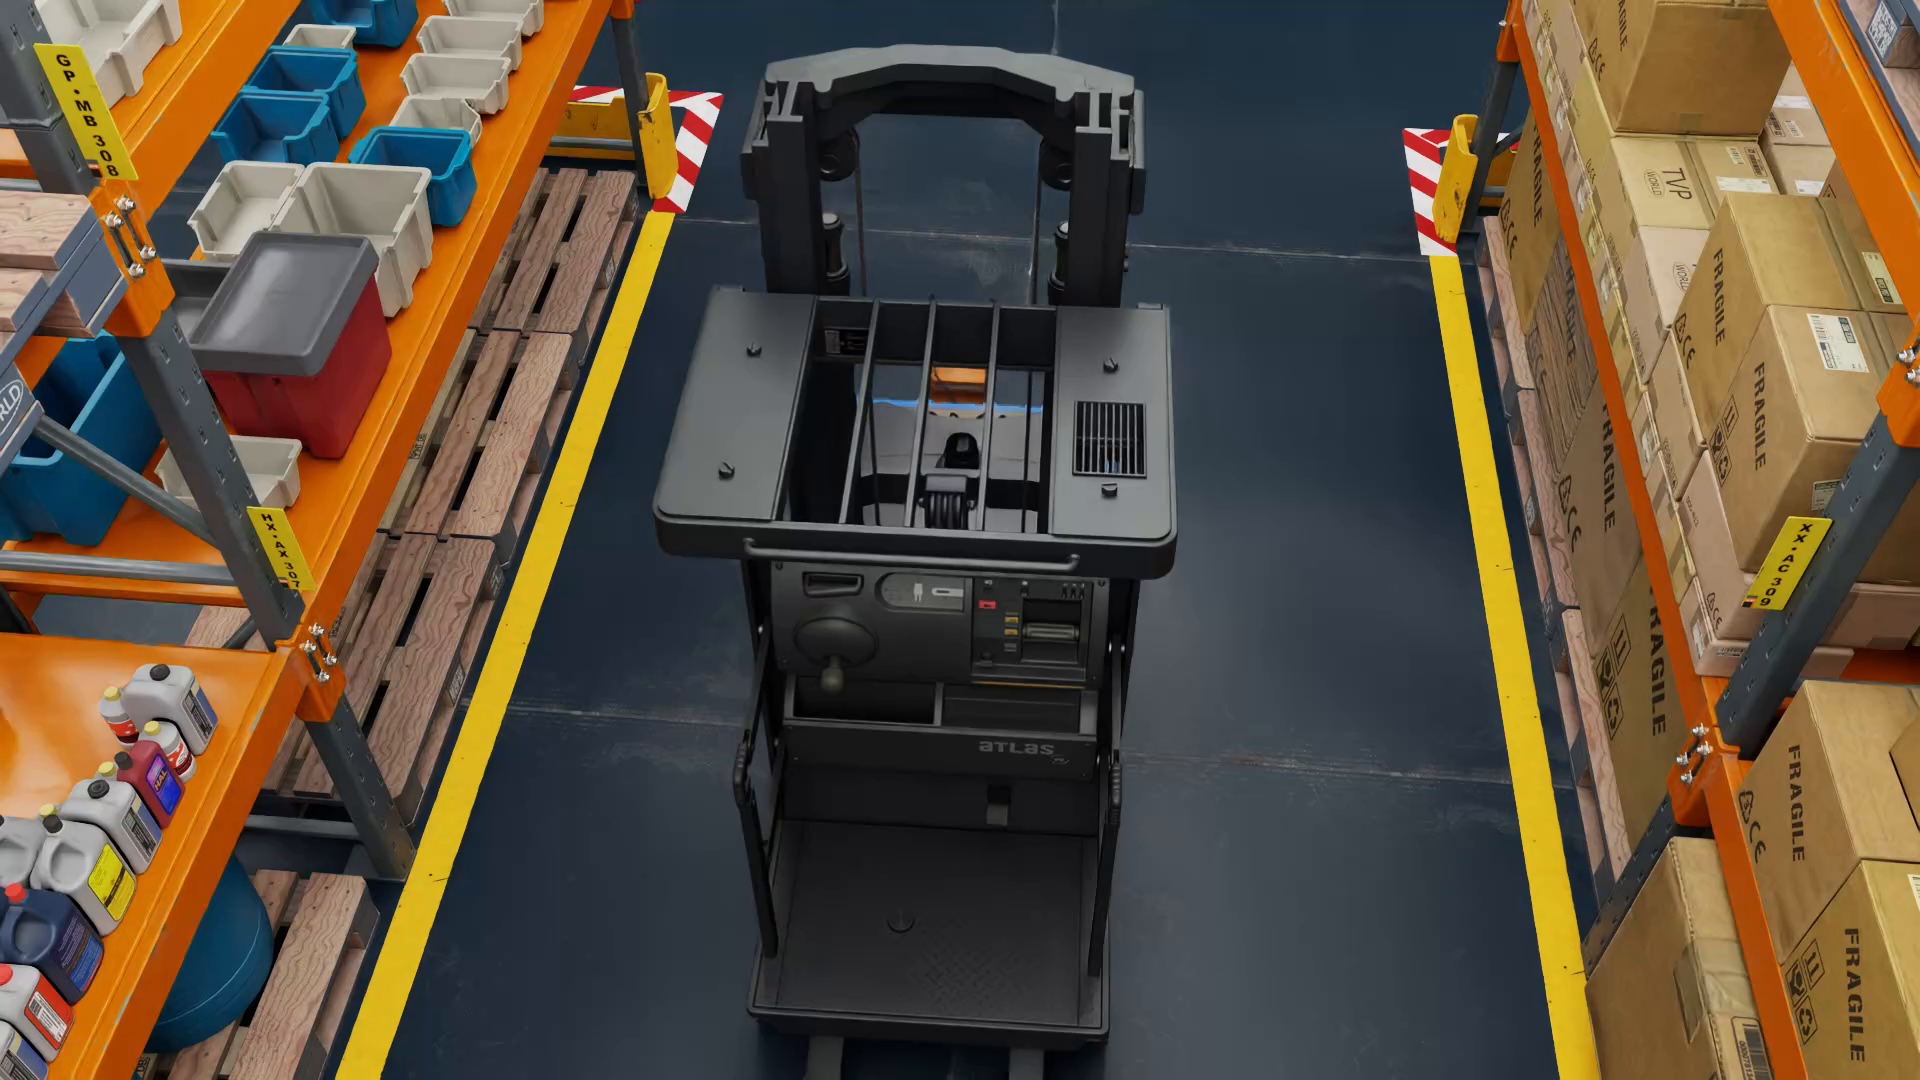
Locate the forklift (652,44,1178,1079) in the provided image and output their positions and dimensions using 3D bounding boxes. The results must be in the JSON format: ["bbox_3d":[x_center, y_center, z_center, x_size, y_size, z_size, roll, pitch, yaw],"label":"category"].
[{"bbox_3d":[-0.069,0.340,4.453,1.130,2.935,3.031,3,48,3],"label":"forklift"}]

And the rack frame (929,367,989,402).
[{"bbox_3d":[-0.010,-0.327,6.236,0.240,1.200,0.006,4,48,4],"label":"rack frame"}]

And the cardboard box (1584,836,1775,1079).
[{"bbox_3d":[2.511,1.461,4.536,1.225,0.875,0.875,4,48,4],"label":"cardboard box"}]

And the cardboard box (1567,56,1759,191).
[{"bbox_3d":[2.511,-1.489,5.979,0.500,0.250,0.500,2,48,2],"label":"cardboard box"}]

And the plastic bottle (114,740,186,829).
[{"bbox_3d":[-2.072,0.605,4.243,0.061,0.283,0.133,4,48,4],"label":"plastic bottle"}]

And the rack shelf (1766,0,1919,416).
[{"bbox_3d":[2.732,-1.825,4.841,1.077,0.370,4.000,4,48,4],"label":"rack shelf"}]

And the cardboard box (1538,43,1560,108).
[{"bbox_3d":[2.508,-1.825,6.556,0.380,0.149,0.250,3,48,3],"label":"cardboard box"}]

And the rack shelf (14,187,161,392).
[{"bbox_3d":[-2.565,0.781,2.457,1.077,0.370,4.000,4,48,4],"label":"rack shelf"}]

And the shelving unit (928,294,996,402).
[{"bbox_3d":[-0.001,-0.394,6.298,0.258,1.200,0.189,4,48,4],"label":"shelving unit"}]

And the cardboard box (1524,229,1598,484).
[{"bbox_3d":[2.852,-0.805,6.609,0.875,0.875,0.875,4,48,4],"label":"cardboard box"}]

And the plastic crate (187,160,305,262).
[{"bbox_3d":[-2.523,-1.150,5.907,0.293,0.136,0.466,4,48,4],"label":"plastic crate"}]

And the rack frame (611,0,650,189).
[{"bbox_3d":[-2.018,-2.858,7.331,1.000,3.000,0.127,4,48,4],"label":"rack frame"}]

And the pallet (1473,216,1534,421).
[{"bbox_3d":[2.919,-0.991,7.513,1.003,0.211,1.213,4,48,4],"label":"pallet"}]

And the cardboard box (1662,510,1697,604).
[{"bbox_3d":[2.274,0.063,4.829,0.380,0.149,0.250,5,48,4],"label":"cardboard box"}]

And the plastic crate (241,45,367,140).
[{"bbox_3d":[-2.489,-1.695,6.340,0.416,0.233,0.300,4,48,4],"label":"plastic crate"}]

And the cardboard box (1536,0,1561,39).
[{"bbox_3d":[2.601,-2.240,6.666,0.500,0.250,0.500,3,48,2],"label":"cardboard box"}]

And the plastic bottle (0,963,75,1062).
[{"bbox_3d":[-2.176,1.074,3.819,0.152,0.276,0.135,4,48,4],"label":"plastic bottle"}]

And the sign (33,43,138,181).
[{"bbox_3d":[-1.835,-0.896,3.498,0.100,0.325,0.005,4,48,4],"label":"sign"}]

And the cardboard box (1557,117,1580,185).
[{"bbox_3d":[2.461,-1.446,6.210,0.380,0.149,0.250,3,48,3],"label":"cardboard box"}]

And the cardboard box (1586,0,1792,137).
[{"bbox_3d":[2.515,-1.745,5.705,0.500,0.500,0.500,3,48,2],"label":"cardboard box"}]

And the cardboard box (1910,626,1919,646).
[{"bbox_3d":[2.853,0.037,4.583,0.500,0.250,0.500,3,48,3],"label":"cardboard box"}]

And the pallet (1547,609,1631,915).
[{"bbox_3d":[2.697,0.802,5.873,1.003,0.211,1.213,4,48,4],"label":"pallet"}]

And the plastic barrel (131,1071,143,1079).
[{"bbox_3d":[-2.514,1.567,4.422,0.600,0.901,0.708,4,48,4],"label":"plastic barrel"}]

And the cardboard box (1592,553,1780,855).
[{"bbox_3d":[2.689,0.510,5.406,0.875,0.875,0.875,4,48,4],"label":"cardboard box"}]

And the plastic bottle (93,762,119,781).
[{"bbox_3d":[-2.153,0.641,4.266,0.097,0.201,0.097,0,48,0],"label":"plastic bottle"}]

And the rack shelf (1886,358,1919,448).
[{"bbox_3d":[2.367,1.114,2.153,1.077,0.370,4.000,4,48,4],"label":"rack shelf"}]

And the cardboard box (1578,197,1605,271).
[{"bbox_3d":[2.414,-1.071,5.867,0.380,0.149,0.250,3,48,3],"label":"cardboard box"}]

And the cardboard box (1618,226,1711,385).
[{"bbox_3d":[2.419,-0.733,5.288,0.500,0.250,0.500,5,48,4],"label":"cardboard box"}]

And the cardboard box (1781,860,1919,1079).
[{"bbox_3d":[2.214,1.071,3.670,0.500,0.500,0.500,4,48,4],"label":"cardboard box"}]

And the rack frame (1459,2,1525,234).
[{"bbox_3d":[2.914,-2.525,7.027,1.000,3.000,0.127,4,48,4],"label":"rack frame"}]

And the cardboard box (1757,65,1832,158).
[{"bbox_3d":[3.041,-1.454,5.947,0.500,0.250,0.500,2,48,2],"label":"cardboard box"}]

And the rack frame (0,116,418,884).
[{"bbox_3d":[-2.383,0.081,4.643,1.000,3.000,0.127,4,48,4],"label":"rack frame"}]

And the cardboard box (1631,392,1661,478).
[{"bbox_3d":[2.321,-0.314,5.174,0.380,0.149,0.250,5,48,4],"label":"cardboard box"}]

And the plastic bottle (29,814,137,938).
[{"bbox_3d":[-2.141,0.795,4.023,0.144,0.351,0.185,4,48,4],"label":"plastic bottle"}]

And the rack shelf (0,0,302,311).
[{"bbox_3d":[-2.201,-2.158,5.146,1.077,0.370,4.000,4,48,4],"label":"rack shelf"}]

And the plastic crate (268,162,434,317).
[{"bbox_3d":[-2.060,-1.009,5.679,0.437,0.282,0.530,4,48,4],"label":"plastic crate"}]

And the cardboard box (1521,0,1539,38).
[{"bbox_3d":[2.553,-2.202,6.901,0.380,0.149,0.250,4,48,4],"label":"cardboard box"}]

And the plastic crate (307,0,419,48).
[{"bbox_3d":[-2.429,-2.179,6.783,0.416,0.233,0.300,4,48,4],"label":"plastic crate"}]

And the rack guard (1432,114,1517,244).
[{"bbox_3d":[2.916,-1.699,7.965,1.175,0.500,0.348,4,48,4],"label":"rack guard"}]

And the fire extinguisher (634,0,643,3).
[{"bbox_3d":[-1.552,-2.786,7.571,0.296,0.674,0.183,4,48,4],"label":"fire extinguisher"}]

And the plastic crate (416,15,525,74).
[{"bbox_3d":[-1.953,-1.966,6.653,0.396,0.136,0.243,4,48,4],"label":"plastic crate"}]

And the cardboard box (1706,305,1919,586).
[{"bbox_3d":[2.325,-0.244,4.333,0.500,0.500,0.500,5,48,5],"label":"cardboard box"}]

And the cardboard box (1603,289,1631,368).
[{"bbox_3d":[2.368,-0.691,5.520,0.380,0.149,0.250,3,48,3],"label":"cardboard box"}]

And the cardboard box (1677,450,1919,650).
[{"bbox_3d":[2.328,0.022,4.597,0.500,0.250,0.500,3,48,3],"label":"cardboard box"}]

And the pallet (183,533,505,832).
[{"bbox_3d":[-2.354,0.479,6.168,1.003,0.211,1.213,4,48,4],"label":"pallet"}]

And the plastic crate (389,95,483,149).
[{"bbox_3d":[-1.963,-1.541,6.265,0.298,0.136,0.250,4,48,4],"label":"plastic crate"}]

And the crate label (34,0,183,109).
[{"bbox_3d":[-2.050,-1.182,3.944,0.293,0.136,0.466,4,48,4],"label":"crate label"}]

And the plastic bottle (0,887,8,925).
[{"bbox_3d":[-2.301,0.921,3.908,0.144,0.351,0.185,4,48,4],"label":"plastic bottle"}]
